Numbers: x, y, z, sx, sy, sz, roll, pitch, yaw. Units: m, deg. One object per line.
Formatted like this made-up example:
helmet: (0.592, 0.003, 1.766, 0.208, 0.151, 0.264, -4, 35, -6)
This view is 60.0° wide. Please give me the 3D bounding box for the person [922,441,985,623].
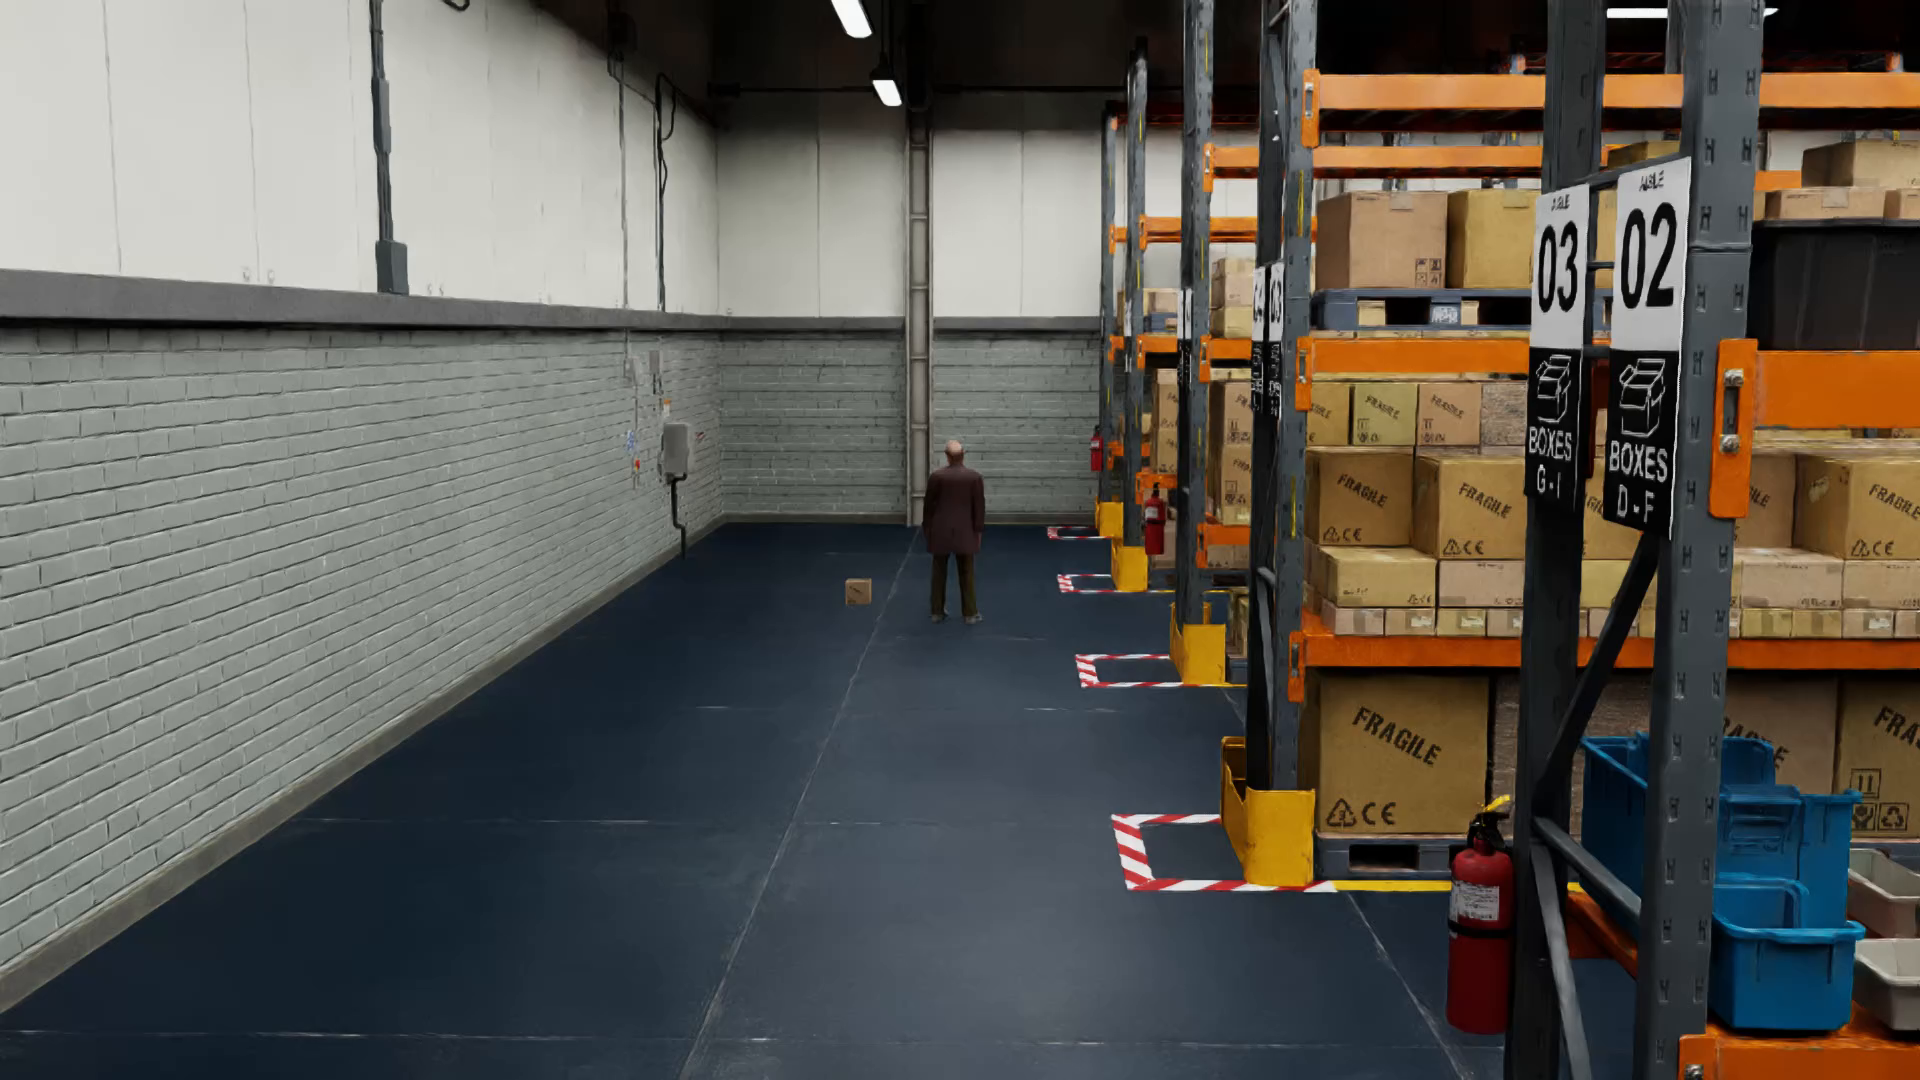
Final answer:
person: (-0.062, -0.086, 16.306, 0.619, 1.787, 0.425, 0, 7, 0)
